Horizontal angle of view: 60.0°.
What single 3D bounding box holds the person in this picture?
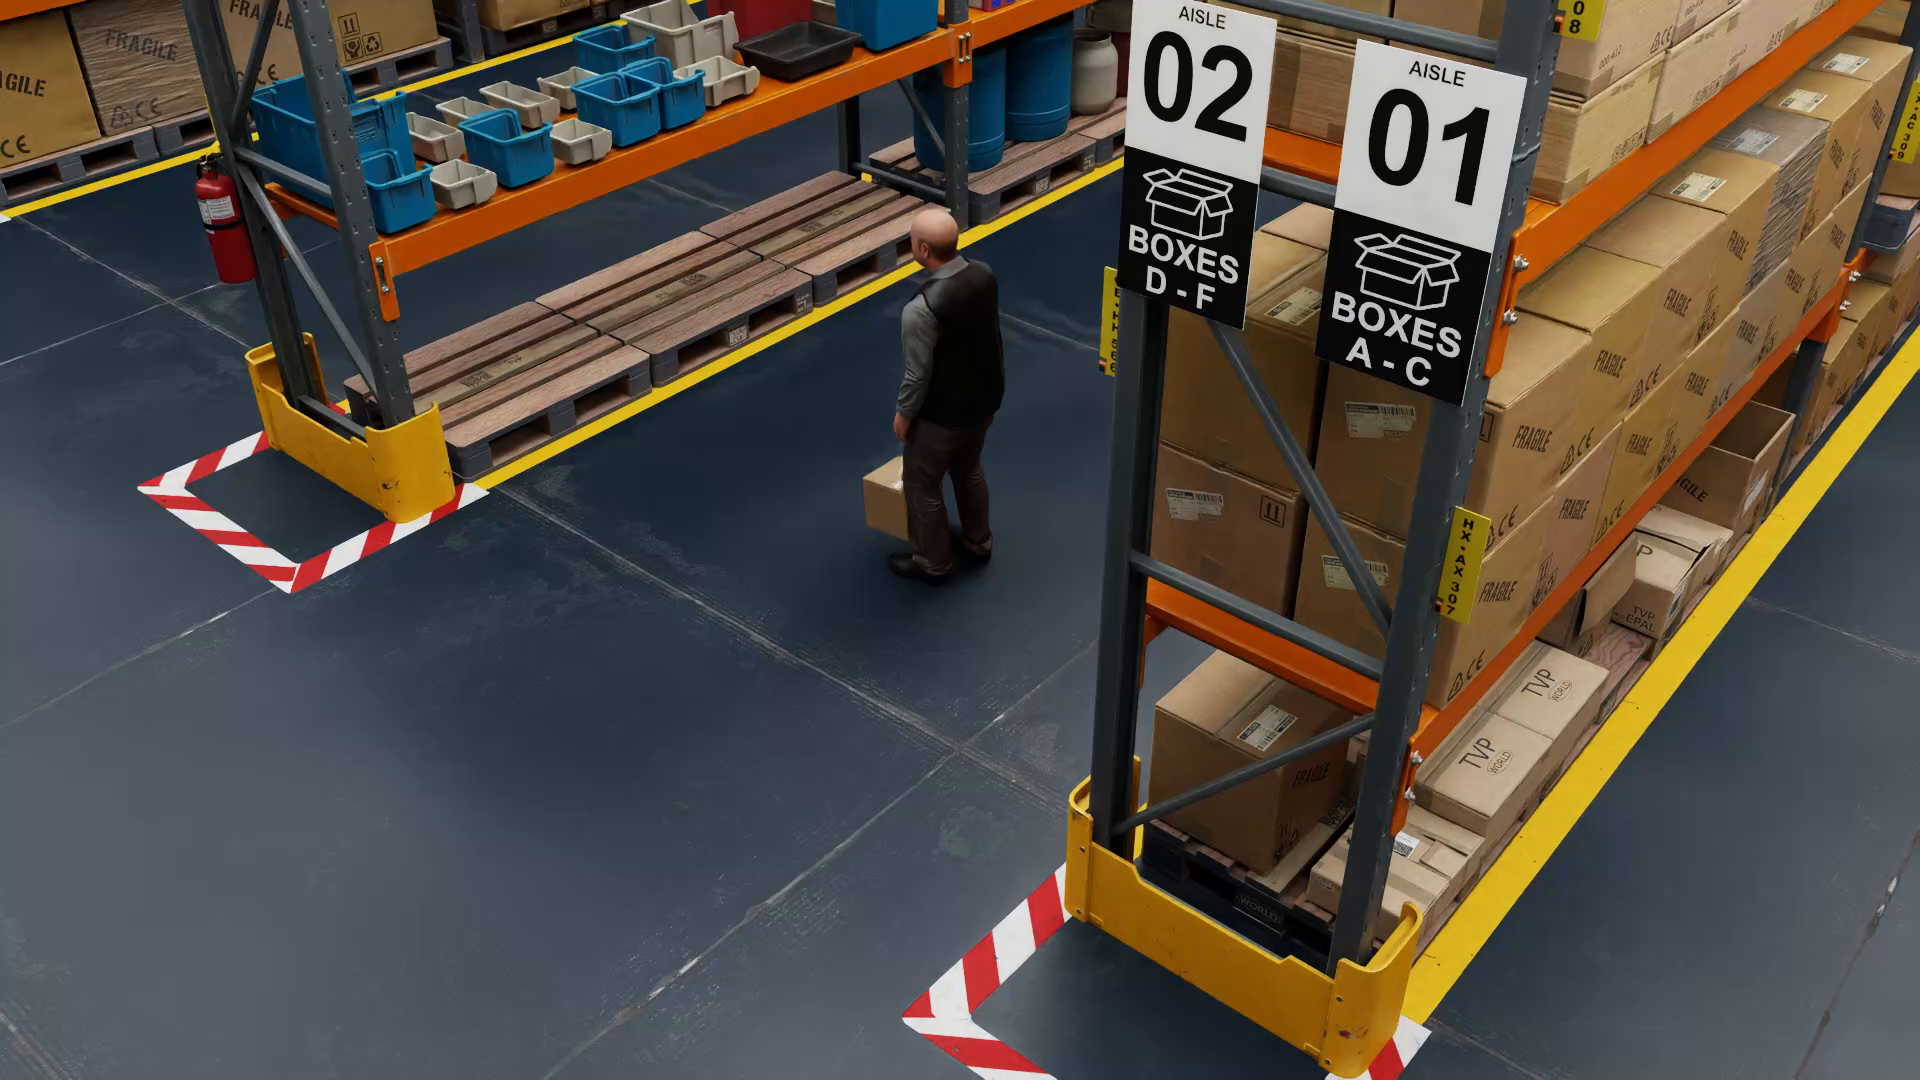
[{"bbox_3d":[-0.064,-0.570,6.987,0.475,1.719,0.578,24,41,30],"label":"person"}]
